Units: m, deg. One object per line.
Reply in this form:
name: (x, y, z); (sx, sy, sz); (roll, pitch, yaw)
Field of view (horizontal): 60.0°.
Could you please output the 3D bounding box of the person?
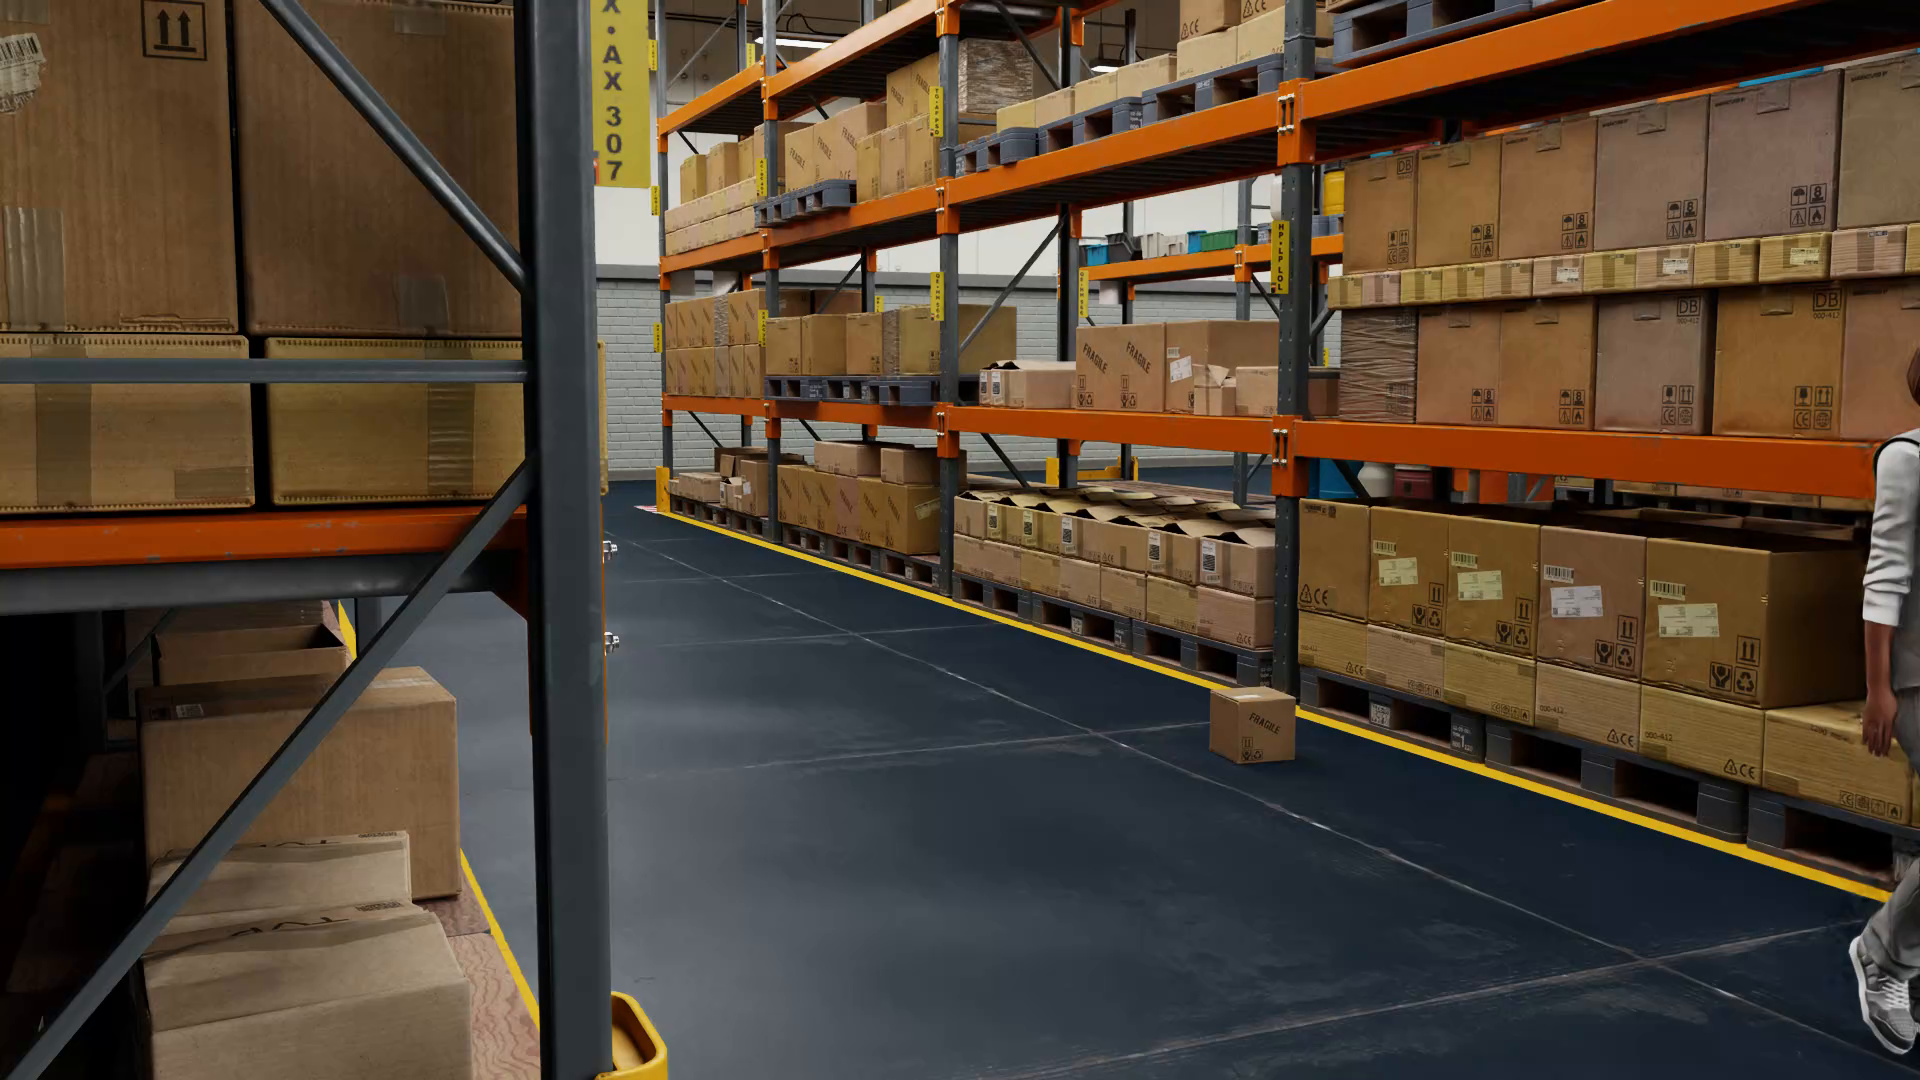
person: (2.161, 0.338, 3.547); (0.442, 1.595, 0.404); (-2, 6, -20)
